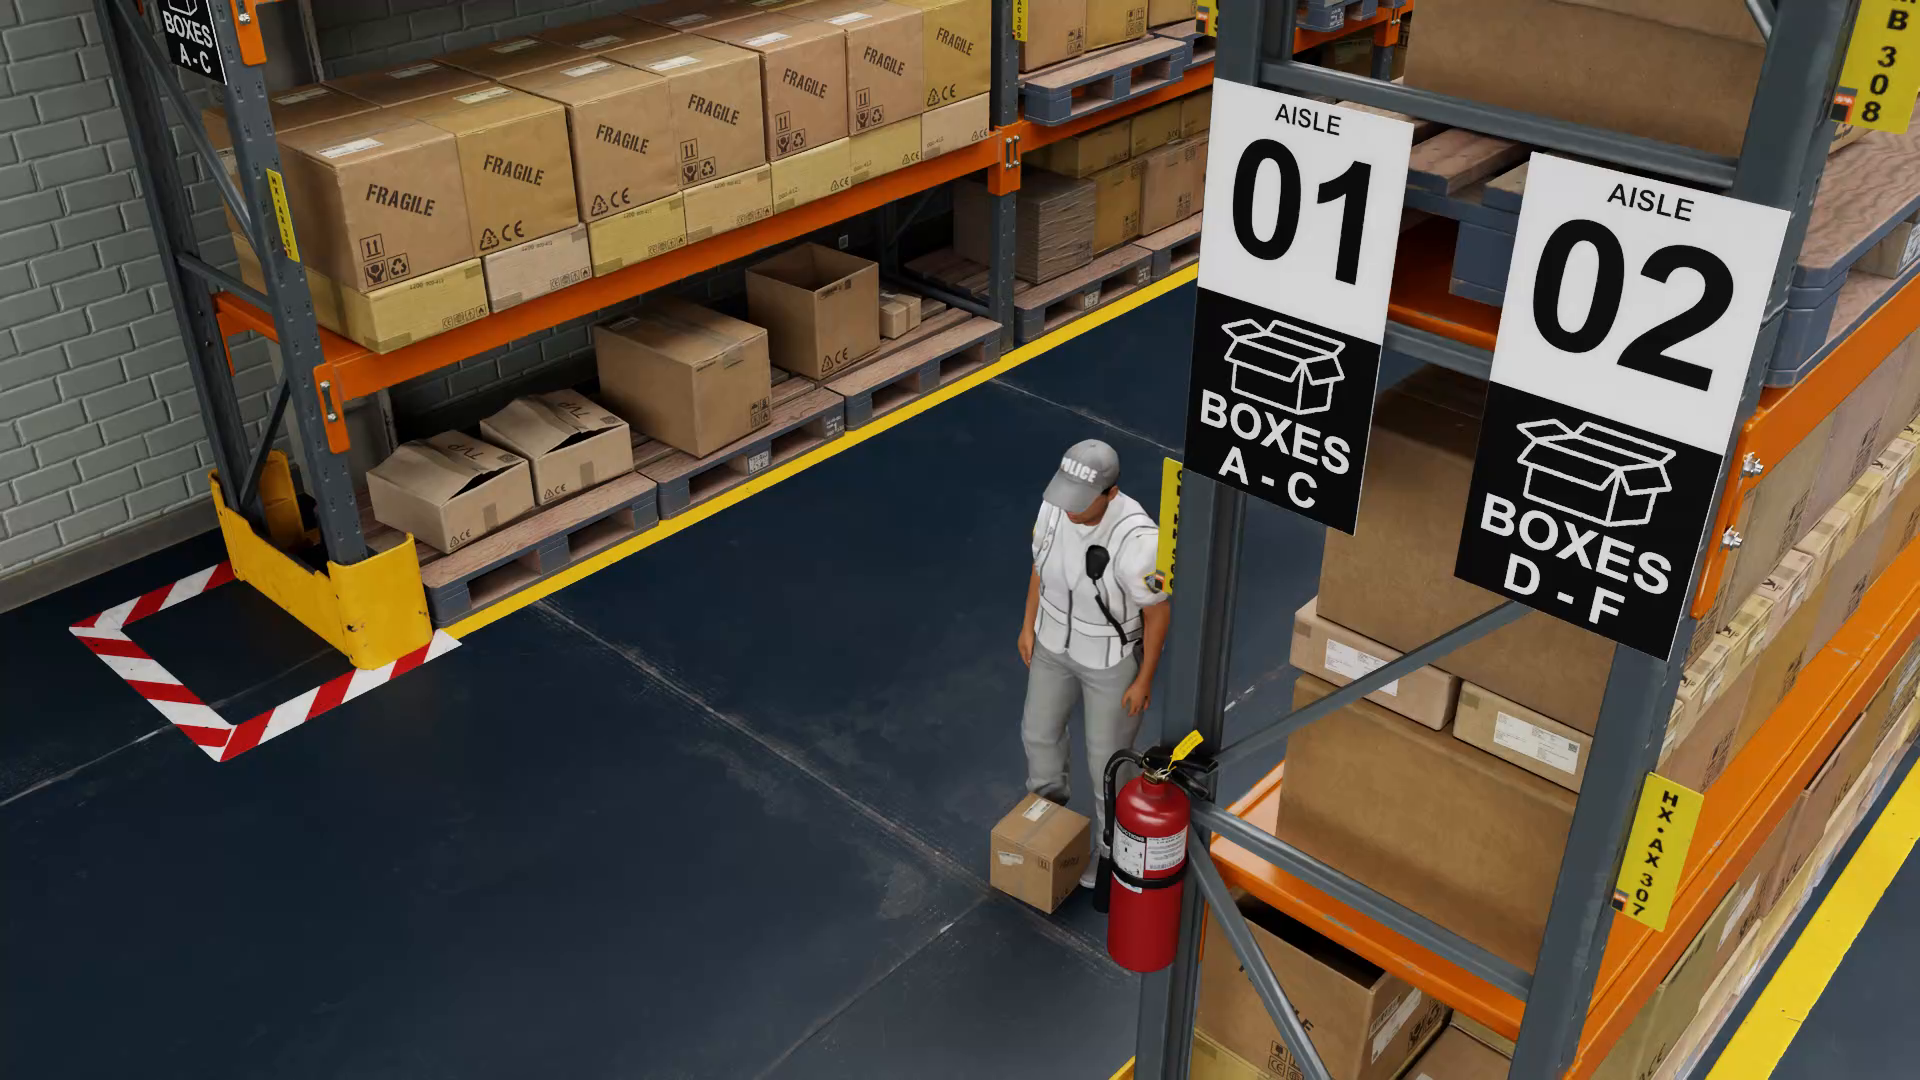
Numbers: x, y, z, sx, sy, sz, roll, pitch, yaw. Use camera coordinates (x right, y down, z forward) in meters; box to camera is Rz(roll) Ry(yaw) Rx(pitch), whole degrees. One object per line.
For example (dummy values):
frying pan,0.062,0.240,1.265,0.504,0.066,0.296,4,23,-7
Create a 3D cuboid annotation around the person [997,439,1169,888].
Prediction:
person,0.410,0.384,5.502,0.548,1.666,0.473,24,39,33
